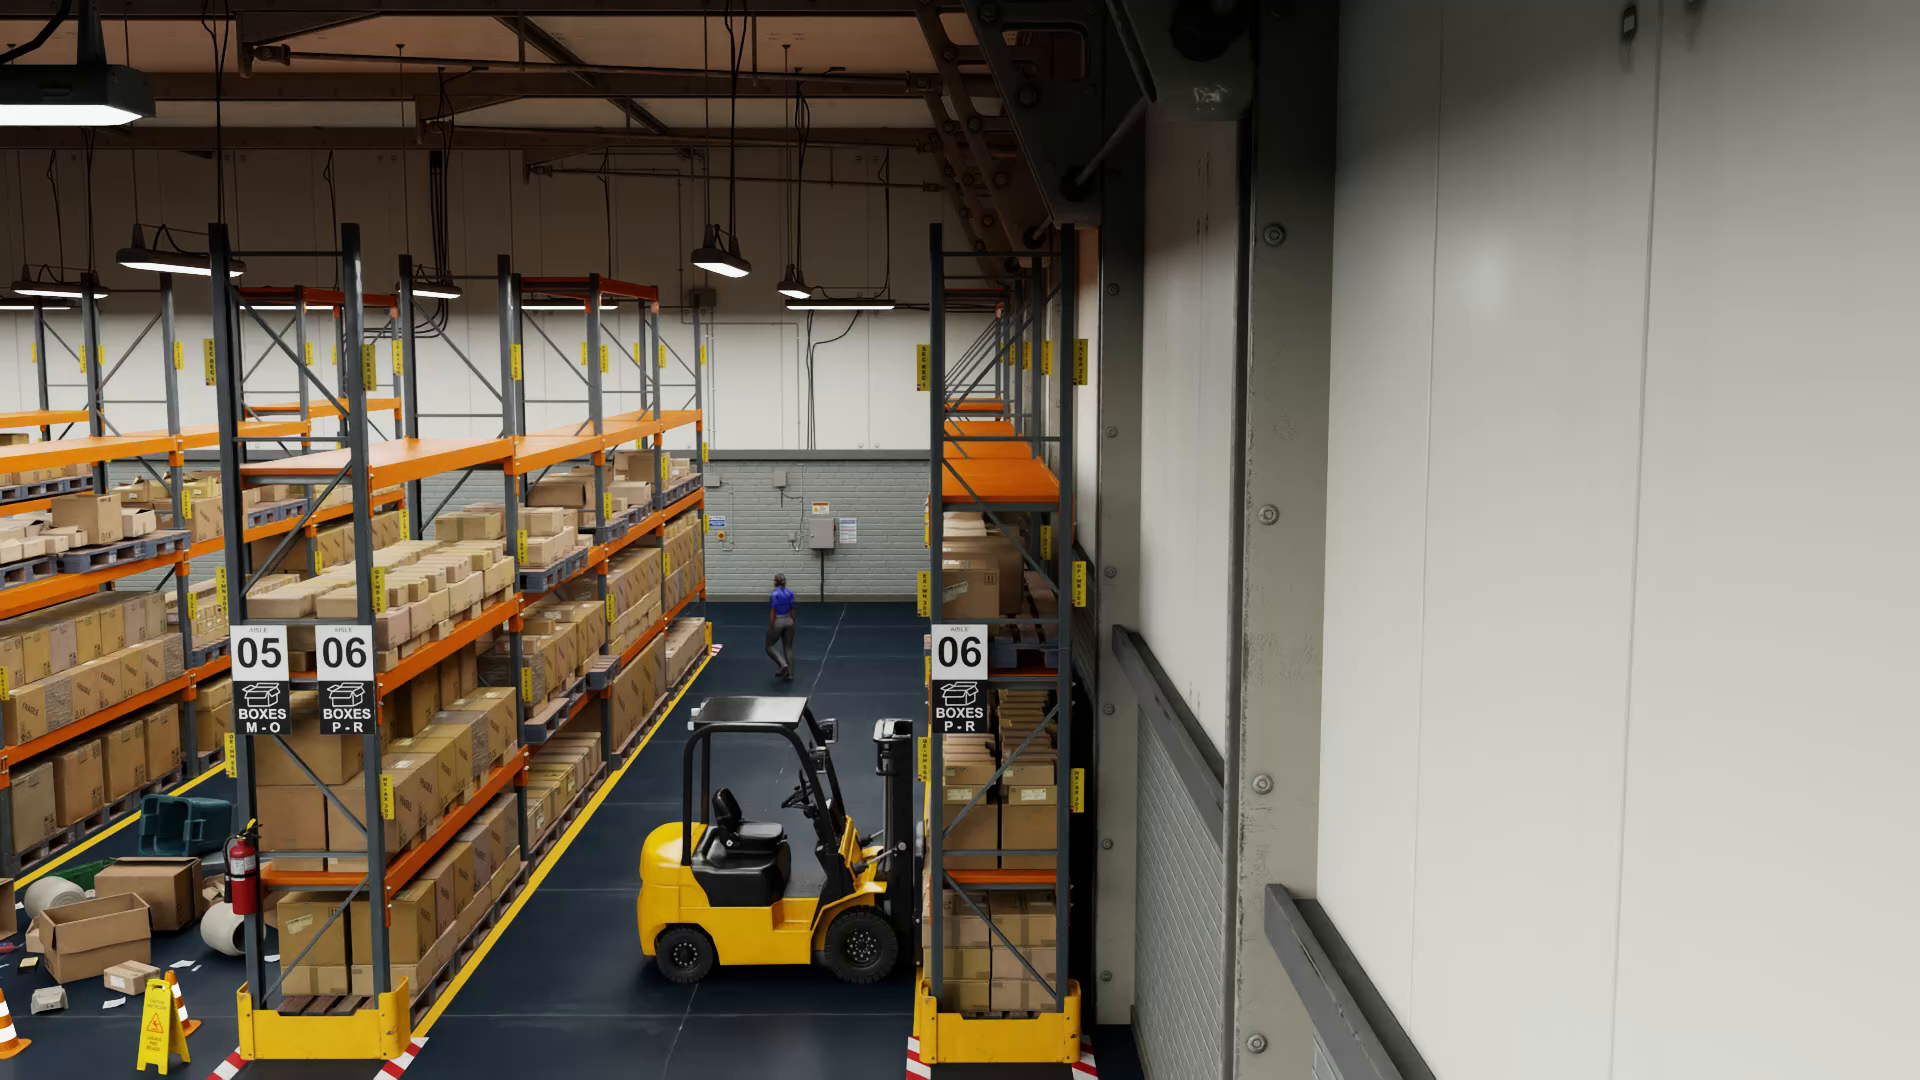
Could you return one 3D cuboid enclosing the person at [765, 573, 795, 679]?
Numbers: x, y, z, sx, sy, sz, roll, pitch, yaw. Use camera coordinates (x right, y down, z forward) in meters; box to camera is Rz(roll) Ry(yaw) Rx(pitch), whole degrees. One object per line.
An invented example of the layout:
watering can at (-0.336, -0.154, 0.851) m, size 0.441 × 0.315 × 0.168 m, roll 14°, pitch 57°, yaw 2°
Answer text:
person at (-2.752, 1.340, 25.722) m, size 0.496 × 1.654 × 0.447 m, roll -6°, pitch 9°, yaw -41°
